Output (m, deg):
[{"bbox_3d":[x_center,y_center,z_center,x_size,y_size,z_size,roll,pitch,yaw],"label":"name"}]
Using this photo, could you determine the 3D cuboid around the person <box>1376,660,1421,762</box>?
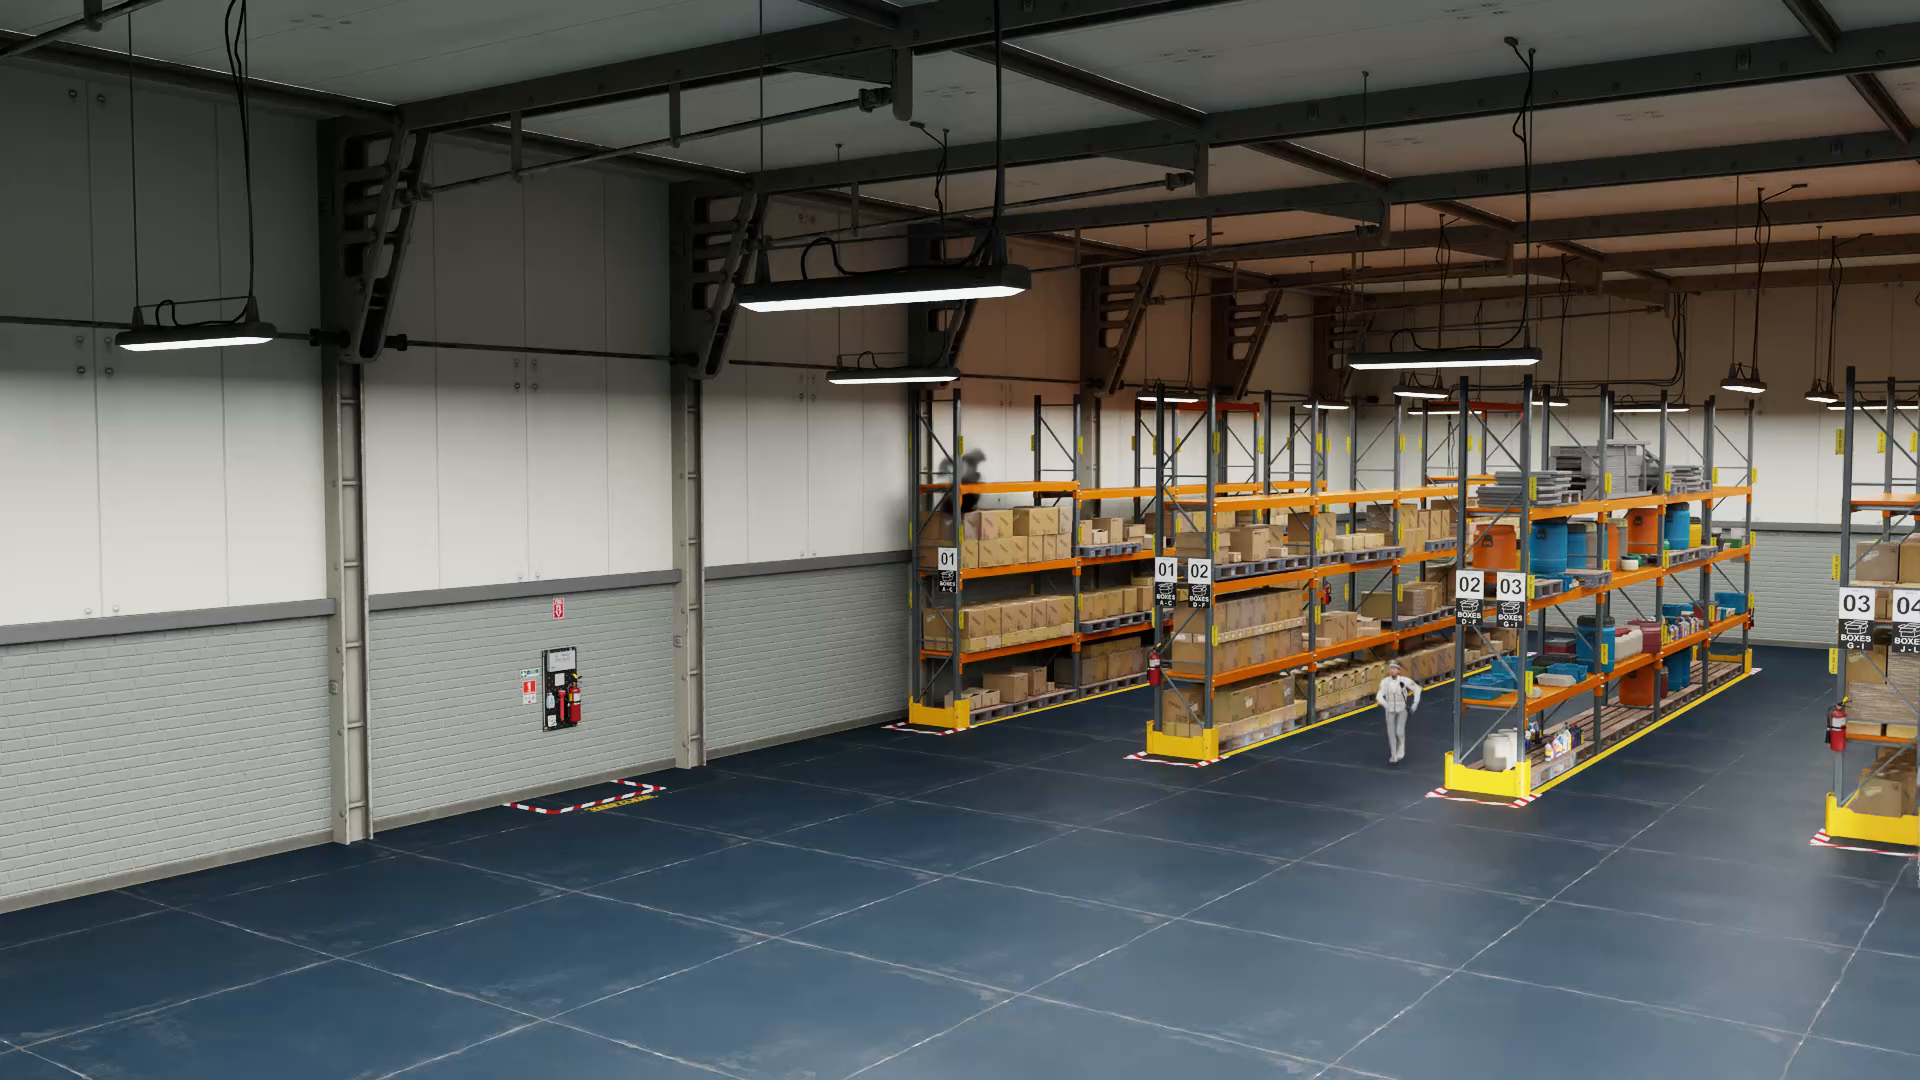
[{"bbox_3d":[6.828,2.686,25.970,0.634,1.651,0.728,2,4,28],"label":"person"}]
